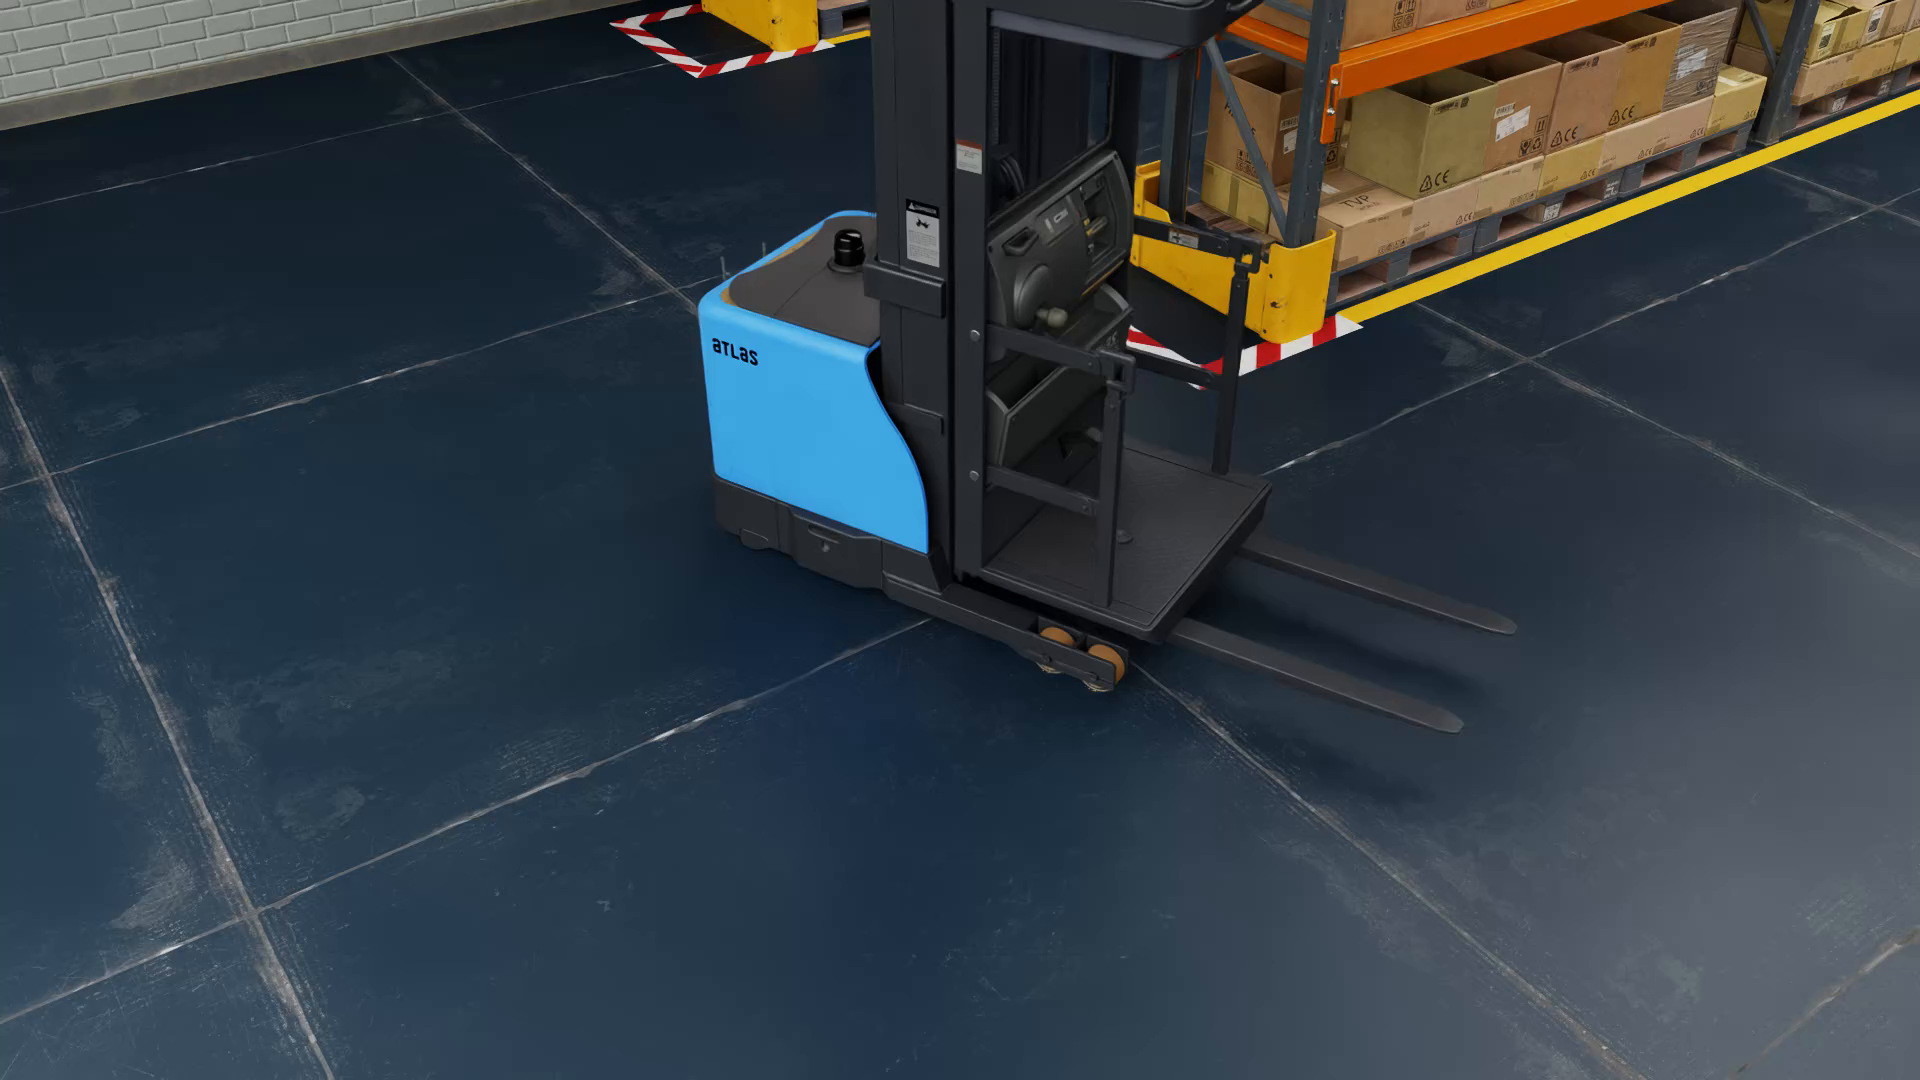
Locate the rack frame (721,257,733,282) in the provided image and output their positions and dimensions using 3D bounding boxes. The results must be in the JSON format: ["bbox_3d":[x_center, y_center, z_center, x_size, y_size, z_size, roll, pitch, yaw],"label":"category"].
[{"bbox_3d":[-0.895,-0.746,7.016,0.006,0.900,0.240,-26,43,-30],"label":"rack frame"}]

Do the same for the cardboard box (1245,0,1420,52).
[{"bbox_3d":[1.751,-2.691,7.837,0.500,0.500,0.700,-22,41,-28],"label":"cardboard box"}]

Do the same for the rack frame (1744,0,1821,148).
[{"bbox_3d":[4.632,-3.845,9.527,0.127,3.000,1.000,-22,41,-28],"label":"rack frame"}]

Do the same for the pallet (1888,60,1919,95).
[{"bbox_3d":[6.210,-3.392,11.286,1.213,0.211,1.003,-22,41,-28],"label":"pallet"}]

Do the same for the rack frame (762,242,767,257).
[{"bbox_3d":[-0.737,-0.824,7.117,0.006,0.900,0.240,-26,43,-30],"label":"rack frame"}]

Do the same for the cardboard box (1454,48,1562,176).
[{"bbox_3d":[2.738,-2.276,8.698,0.500,0.500,0.500,-22,41,-28],"label":"cardboard box"}]

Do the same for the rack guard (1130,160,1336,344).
[{"bbox_3d":[1.343,-1.477,8.375,0.348,0.500,1.175,-22,41,-28],"label":"rack guard"}]

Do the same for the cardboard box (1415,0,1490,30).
[{"bbox_3d":[2.178,-2.870,8.086,0.500,0.500,0.700,-21,41,-27],"label":"cardboard box"}]

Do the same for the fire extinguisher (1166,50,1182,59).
[{"bbox_3d":[0.998,-2.650,7.932,0.183,0.674,0.296,-22,41,-28],"label":"fire extinguisher"}]

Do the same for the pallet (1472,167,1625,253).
[{"bbox_3d":[2.960,-2.053,9.423,1.213,0.211,1.003,-22,41,-28],"label":"pallet"}]

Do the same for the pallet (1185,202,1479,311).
[{"bbox_3d":[1.963,-1.645,8.856,1.213,0.211,1.003,-22,41,-28],"label":"pallet"}]

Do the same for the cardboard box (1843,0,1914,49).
[{"bbox_3d":[5.525,-3.313,10.302,0.500,0.311,0.500,-23,42,-28],"label":"cardboard box"}]

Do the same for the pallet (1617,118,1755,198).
[{"bbox_3d":[3.958,-2.466,9.997,1.213,0.211,1.003,-22,41,-28],"label":"pallet"}]

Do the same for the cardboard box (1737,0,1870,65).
[{"bbox_3d":[5.113,-3.147,10.072,0.500,0.311,0.500,-22,41,-28],"label":"cardboard box"}]

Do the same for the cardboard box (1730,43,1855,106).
[{"bbox_3d":[5.104,-2.917,10.232,0.500,0.250,0.500,-23,42,-29],"label":"cardboard box"}]

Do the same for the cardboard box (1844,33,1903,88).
[{"bbox_3d":[5.523,-3.088,10.470,0.500,0.250,0.500,-21,41,-27],"label":"cardboard box"}]

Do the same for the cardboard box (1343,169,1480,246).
[{"bbox_3d":[2.335,-1.798,8.676,0.500,0.250,0.500,-22,41,-28],"label":"cardboard box"}]

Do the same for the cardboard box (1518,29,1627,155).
[{"bbox_3d":[3.156,-2.436,8.921,0.500,0.500,0.500,-22,41,-28],"label":"cardboard box"}]

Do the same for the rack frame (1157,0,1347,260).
[{"bbox_3d":[1.362,-2.500,7.657,0.127,3.000,1.000,-22,41,-28],"label":"rack frame"}]

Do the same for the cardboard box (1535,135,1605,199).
[{"bbox_3d":[3.156,-2.132,9.140,0.500,0.250,0.500,-22,41,-28],"label":"cardboard box"}]

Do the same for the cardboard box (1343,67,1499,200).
[{"bbox_3d":[2.336,-2.102,8.456,0.500,0.500,0.500,-22,41,-28],"label":"cardboard box"}]

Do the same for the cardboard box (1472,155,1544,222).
[{"bbox_3d":[2.744,-1.966,8.910,0.500,0.250,0.500,-22,41,-28],"label":"cardboard box"}]

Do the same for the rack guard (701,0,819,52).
[{"bbox_3d":[-1.432,-3.873,11.707,0.348,0.500,1.175,-22,41,-28],"label":"rack guard"}]

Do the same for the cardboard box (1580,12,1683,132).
[{"bbox_3d":[3.557,-2.611,9.164,0.500,0.500,0.500,-22,41,-28],"label":"cardboard box"}]

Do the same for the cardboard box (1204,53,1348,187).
[{"bbox_3d":[1.629,-2.181,8.566,0.500,0.500,0.500,-22,41,-28],"label":"cardboard box"}]

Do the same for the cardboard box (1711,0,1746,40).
[{"bbox_3d":[4.798,-3.400,10.423,0.500,0.311,0.500,-22,41,-28],"label":"cardboard box"}]

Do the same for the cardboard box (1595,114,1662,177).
[{"bbox_3d":[3.564,-2.300,9.375,0.500,0.250,0.500,-22,41,-28],"label":"cardboard box"}]

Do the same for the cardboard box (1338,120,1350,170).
[{"bbox_3d":[2.032,-2.049,9.025,0.500,0.250,0.500,-22,41,-28],"label":"cardboard box"}]

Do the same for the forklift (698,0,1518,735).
[{"bbox_3d":[0.531,-1.000,5.630,3.031,2.935,1.130,20,40,25],"label":"forklift"}]

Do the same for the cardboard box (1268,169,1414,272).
[{"bbox_3d":[1.929,-1.628,8.440,0.500,0.250,0.500,-22,41,-28],"label":"cardboard box"}]

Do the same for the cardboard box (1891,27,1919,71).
[{"bbox_3d":[5.945,-3.264,10.714,0.500,0.250,0.500,-24,42,-29],"label":"cardboard box"}]

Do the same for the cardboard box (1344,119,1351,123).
[{"bbox_3d":[2.440,-2.218,9.260,0.500,0.250,0.500,-22,41,-28],"label":"cardboard box"}]

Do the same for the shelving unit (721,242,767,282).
[{"bbox_3d":[-0.816,-0.785,7.067,0.210,0.900,0.258,-26,43,-30],"label":"shelving unit"}]

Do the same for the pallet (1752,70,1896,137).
[{"bbox_3d":[5.212,-2.980,10.712,1.213,0.211,1.003,-22,41,-28],"label":"pallet"}]

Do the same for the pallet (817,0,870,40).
[{"bbox_3d":[-0.748,-4.013,12.148,1.213,0.211,1.003,-22,41,-28],"label":"pallet"}]

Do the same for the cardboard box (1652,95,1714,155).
[{"bbox_3d":[3.964,-2.476,9.618,0.500,0.250,0.500,-22,41,-28],"label":"cardboard box"}]

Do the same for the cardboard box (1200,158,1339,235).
[{"bbox_3d":[1.630,-1.875,8.784,0.500,0.250,0.500,-22,41,-28],"label":"cardboard box"}]

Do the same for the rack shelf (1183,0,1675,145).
[{"bbox_3d":[2.997,-2.880,8.802,4.000,0.370,1.077,-22,41,-28],"label":"rack shelf"}]

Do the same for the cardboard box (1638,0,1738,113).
[{"bbox_3d":[3.963,-2.781,9.401,0.500,0.500,0.500,-22,41,-28],"label":"cardboard box"}]

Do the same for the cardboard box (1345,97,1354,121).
[{"bbox_3d":[2.438,-2.524,9.044,0.500,0.500,0.500,-22,41,-28],"label":"cardboard box"}]

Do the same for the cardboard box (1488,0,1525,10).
[{"bbox_3d":[2.587,-3.034,8.314,0.500,0.500,0.700,-22,41,-28],"label":"cardboard box"}]

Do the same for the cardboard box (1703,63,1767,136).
[{"bbox_3d":[4.379,-2.639,9.846,0.500,0.250,0.500,-22,41,-28],"label":"cardboard box"}]

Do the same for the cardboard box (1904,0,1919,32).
[{"bbox_3d":[5.948,-3.488,10.545,0.500,0.311,0.500,-24,42,-29],"label":"cardboard box"}]

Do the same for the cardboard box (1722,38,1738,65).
[{"bbox_3d":[4.804,-3.177,10.594,0.500,0.250,0.500,-23,42,-28],"label":"cardboard box"}]
